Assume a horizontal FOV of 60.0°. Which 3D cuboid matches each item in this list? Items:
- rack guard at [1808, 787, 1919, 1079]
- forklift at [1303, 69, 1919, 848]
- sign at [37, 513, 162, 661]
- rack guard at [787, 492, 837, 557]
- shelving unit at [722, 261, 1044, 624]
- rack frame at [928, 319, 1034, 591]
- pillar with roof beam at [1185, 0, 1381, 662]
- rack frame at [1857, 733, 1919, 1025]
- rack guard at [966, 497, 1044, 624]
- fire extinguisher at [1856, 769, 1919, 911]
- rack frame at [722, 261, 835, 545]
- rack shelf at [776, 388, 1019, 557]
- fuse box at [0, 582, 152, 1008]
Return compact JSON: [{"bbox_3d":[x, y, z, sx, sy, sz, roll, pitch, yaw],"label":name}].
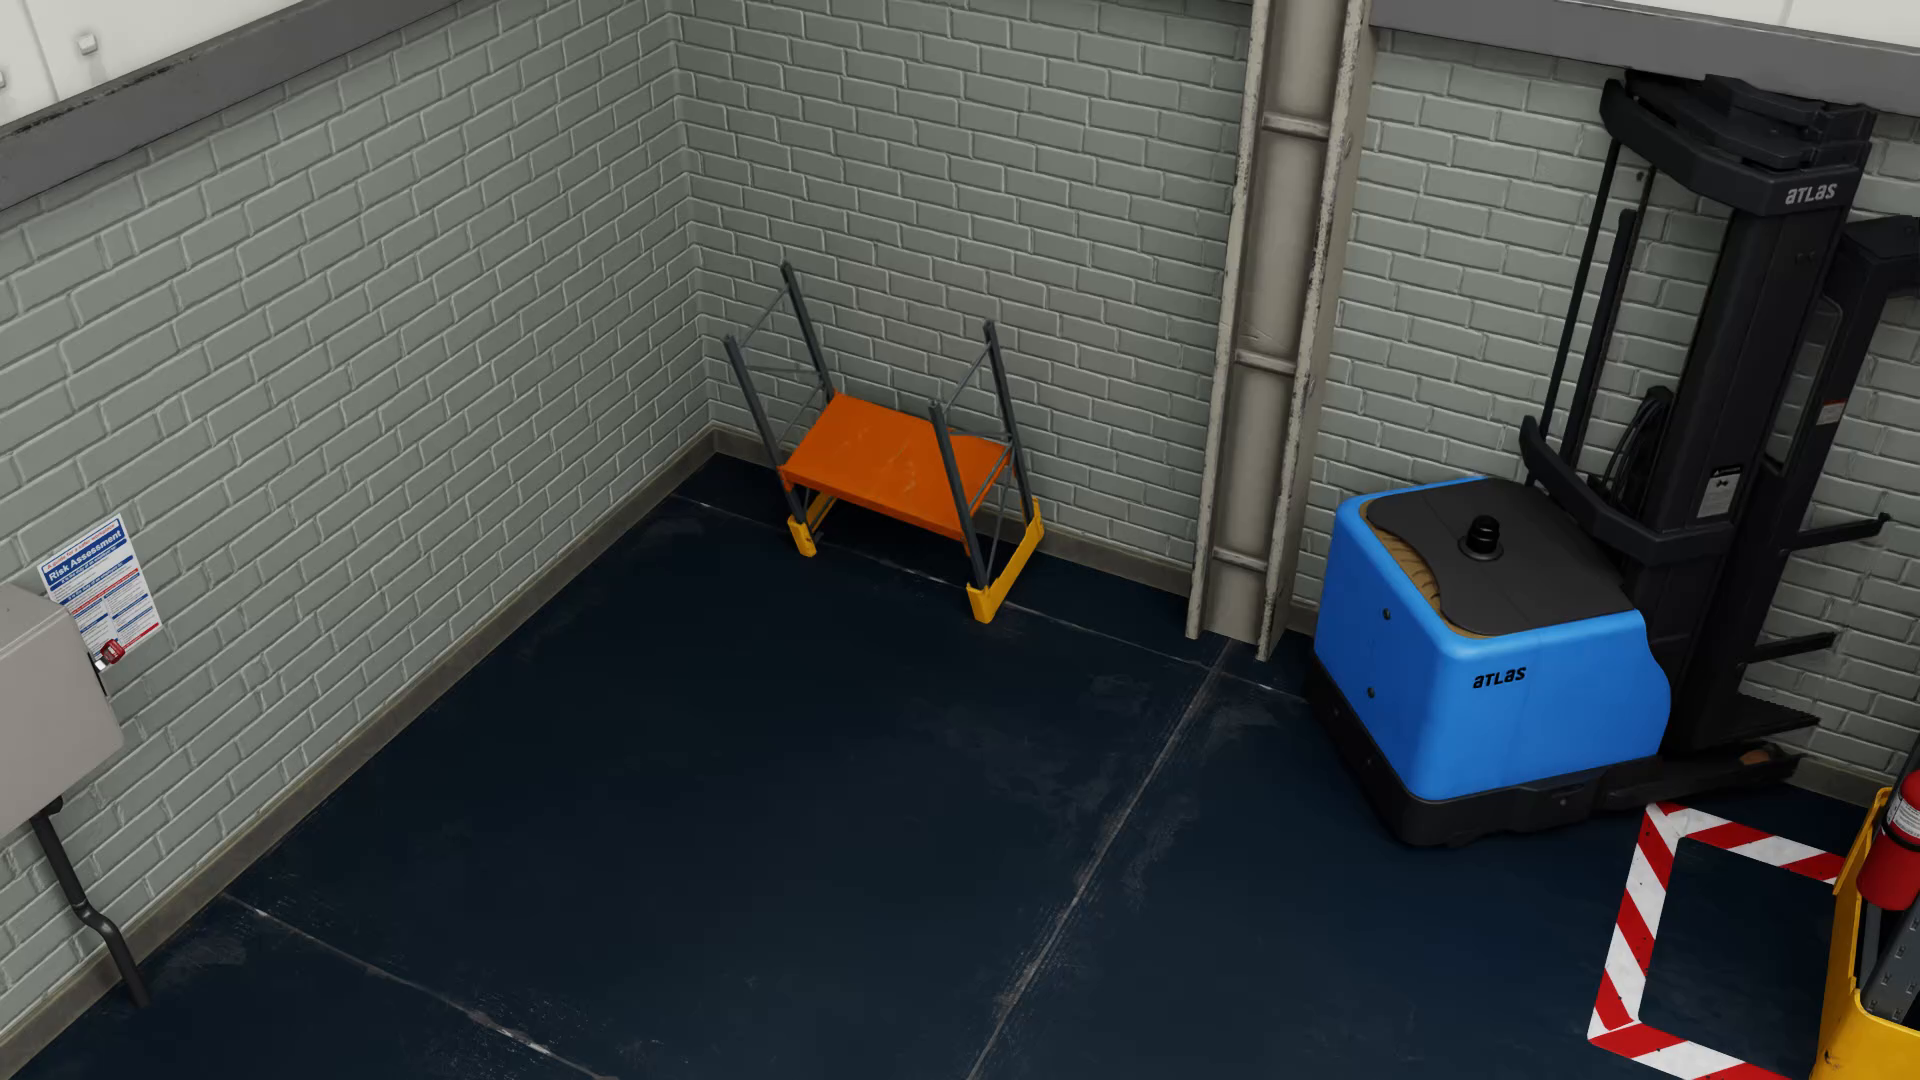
[{"bbox_3d":[3.331,1.472,5.917,0.348,0.500,1.175,17,41,21],"label":"rack guard"},{"bbox_3d":[3.079,-0.435,6.418,3.031,2.935,1.130,-9,38,-12],"label":"forklift"},{"bbox_3d":[-2.895,0.194,5.612,0.001,0.494,0.329,17,41,21],"label":"sign"},{"bbox_3d":[-0.640,-0.216,8.202,0.087,0.250,0.587,20,60,24],"label":"rack guard"},{"bbox_3d":[-0.316,-0.431,7.504,1.083,1.500,0.587,20,60,24],"label":"shelving unit"},{"bbox_3d":[0.130,-0.273,7.293,0.032,1.500,0.500,20,60,24],"label":"rack frame"},{"bbox_3d":[-0.696,-0.857,1.956,0.400,9.000,9.100,17,41,21],"label":"pillar with roof beam"},{"bbox_3d":[3.263,0.455,5.189,0.127,3.000,1.000,17,41,21],"label":"rack frame"},{"bbox_3d":[0.217,0.088,7.796,0.087,0.250,0.587,20,60,24],"label":"rack guard"},{"bbox_3d":[2.920,0.842,5.052,0.183,0.674,0.296,17,41,21],"label":"fire extinguisher"},{"bbox_3d":[-0.745,-0.583,7.707,0.032,1.500,0.500,20,60,24],"label":"rack frame"},{"bbox_3d":[-0.278,-0.322,7.643,1.000,0.185,0.538,20,60,24],"label":"rack shelf"},{"bbox_3d":[-2.938,0.992,5.548,0.414,1.711,0.539,17,41,21],"label":"fuse box"}]
